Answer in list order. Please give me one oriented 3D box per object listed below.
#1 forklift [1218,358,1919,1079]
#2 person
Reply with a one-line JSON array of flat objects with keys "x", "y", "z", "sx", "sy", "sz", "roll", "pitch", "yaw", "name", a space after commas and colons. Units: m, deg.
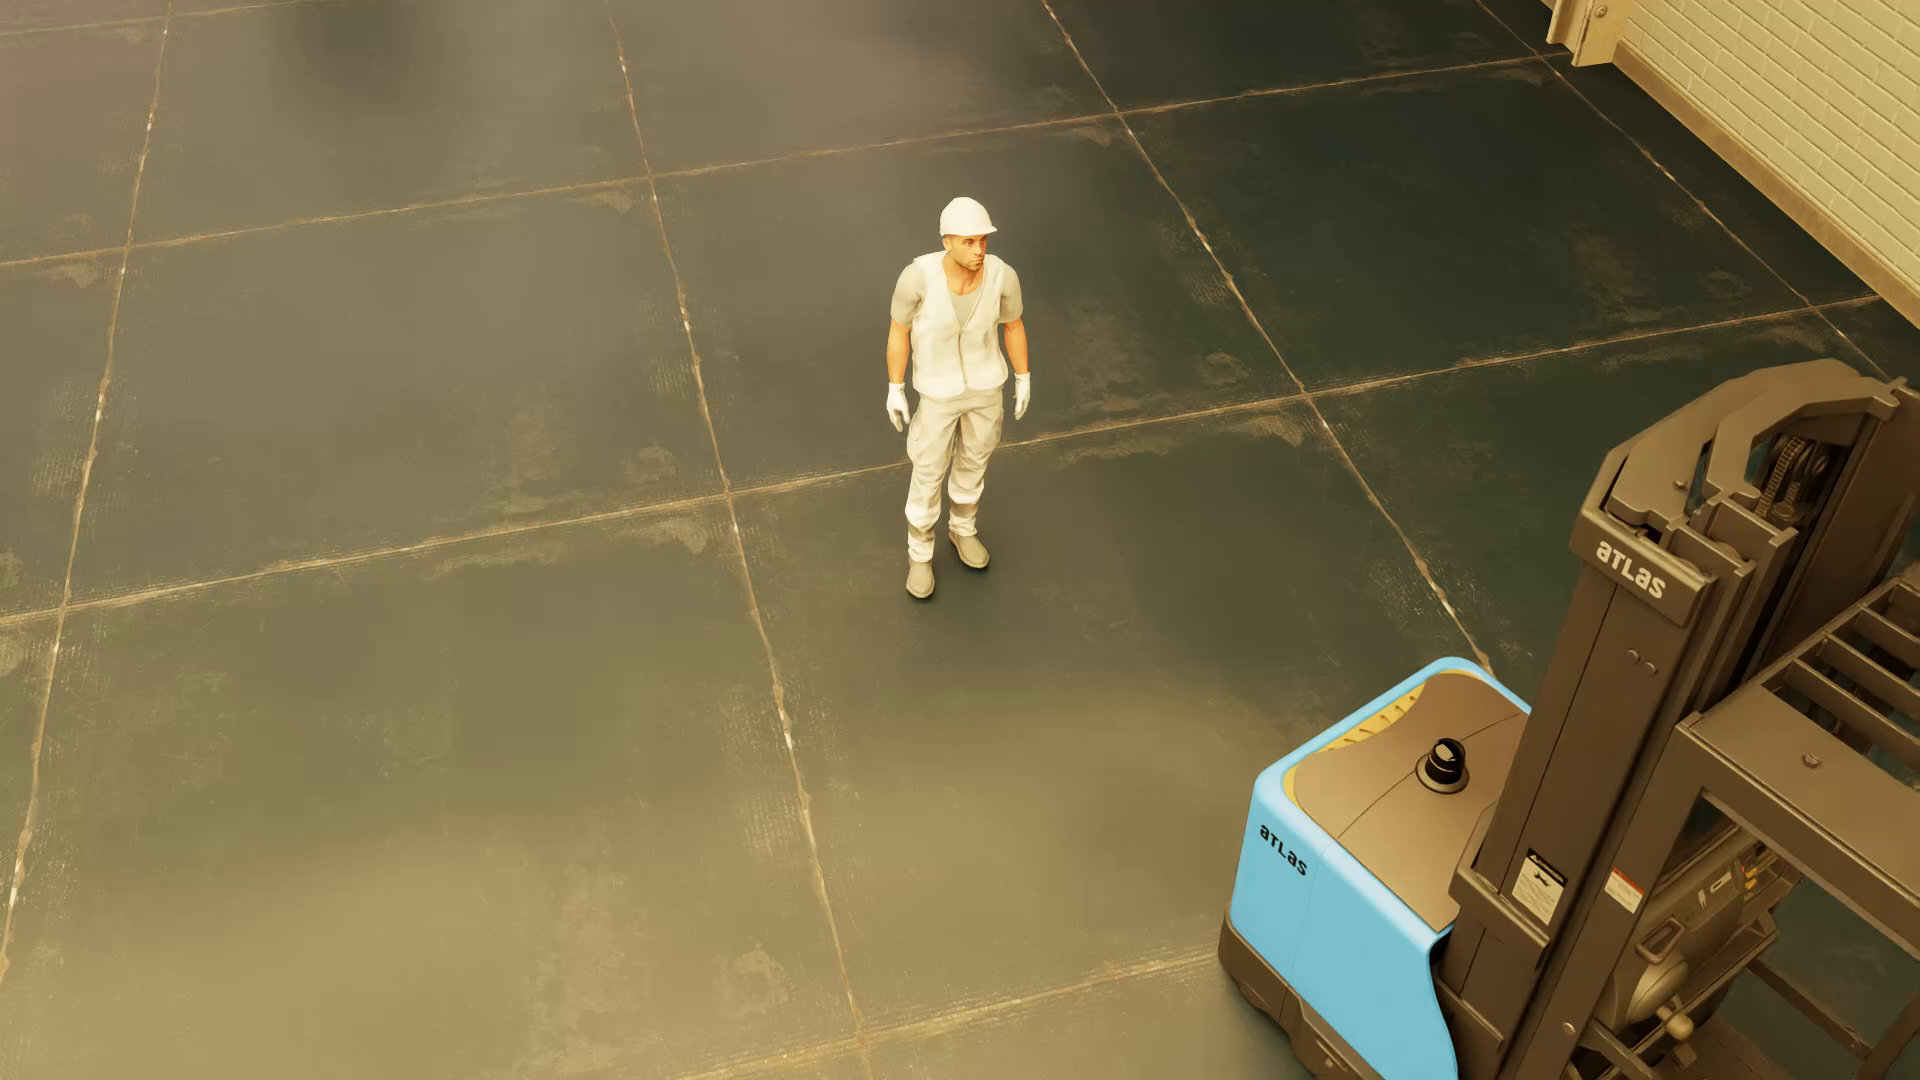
[{"x": 2.217, "y": 1.111, "z": 4.470, "sx": 1.130, "sy": 2.935, "sz": 3.031, "roll": -27, "pitch": 49, "yaw": -25, "name": "forklift"}, {"x": 0.008, "y": -0.600, "z": 7.101, "sx": 0.637, "sy": 1.787, "sz": 0.564, "roll": -10, "pitch": 44, "yaw": -11, "name": "person"}]
